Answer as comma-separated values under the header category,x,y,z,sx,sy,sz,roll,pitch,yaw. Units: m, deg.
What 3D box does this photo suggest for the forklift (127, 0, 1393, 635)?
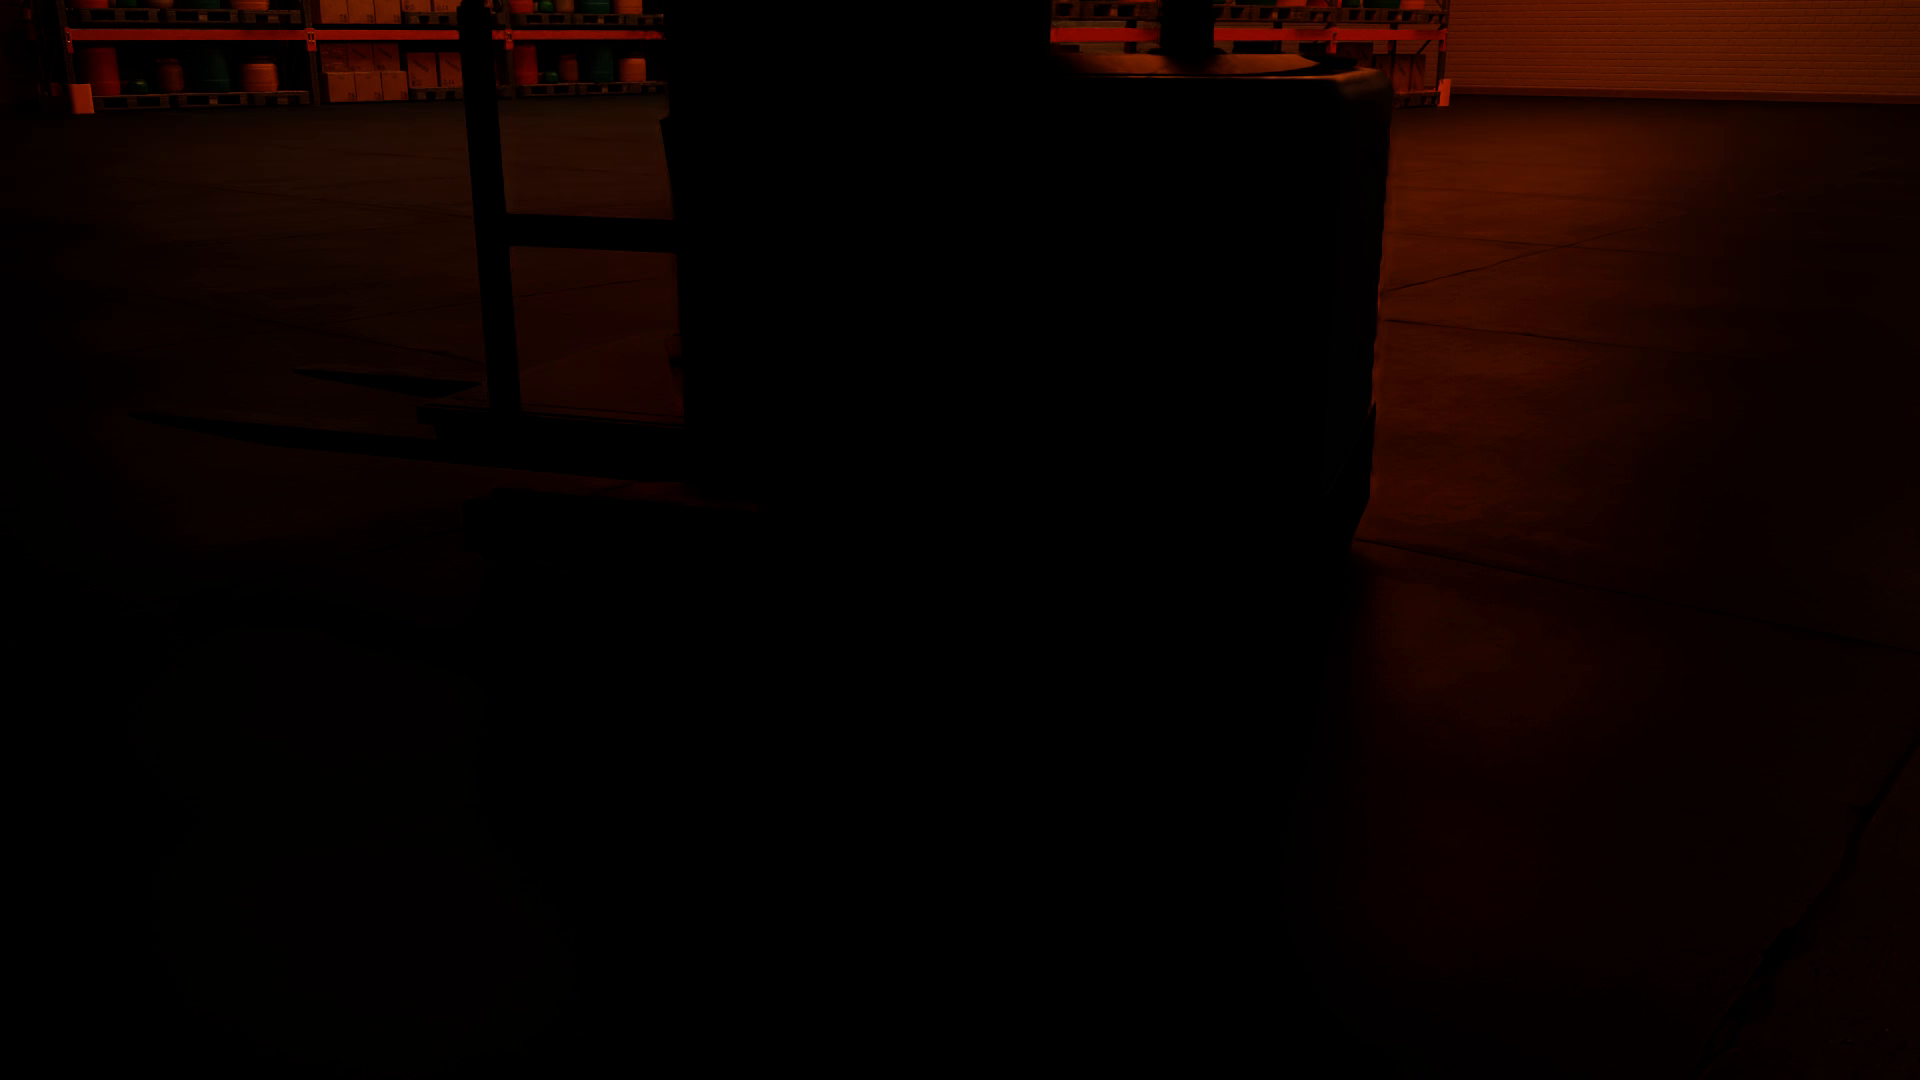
category,x,y,z,sx,sy,sz,roll,pitch,yaw
forklift,-0.586,-1.458,3.698,3.031,2.935,1.130,6,18,18
